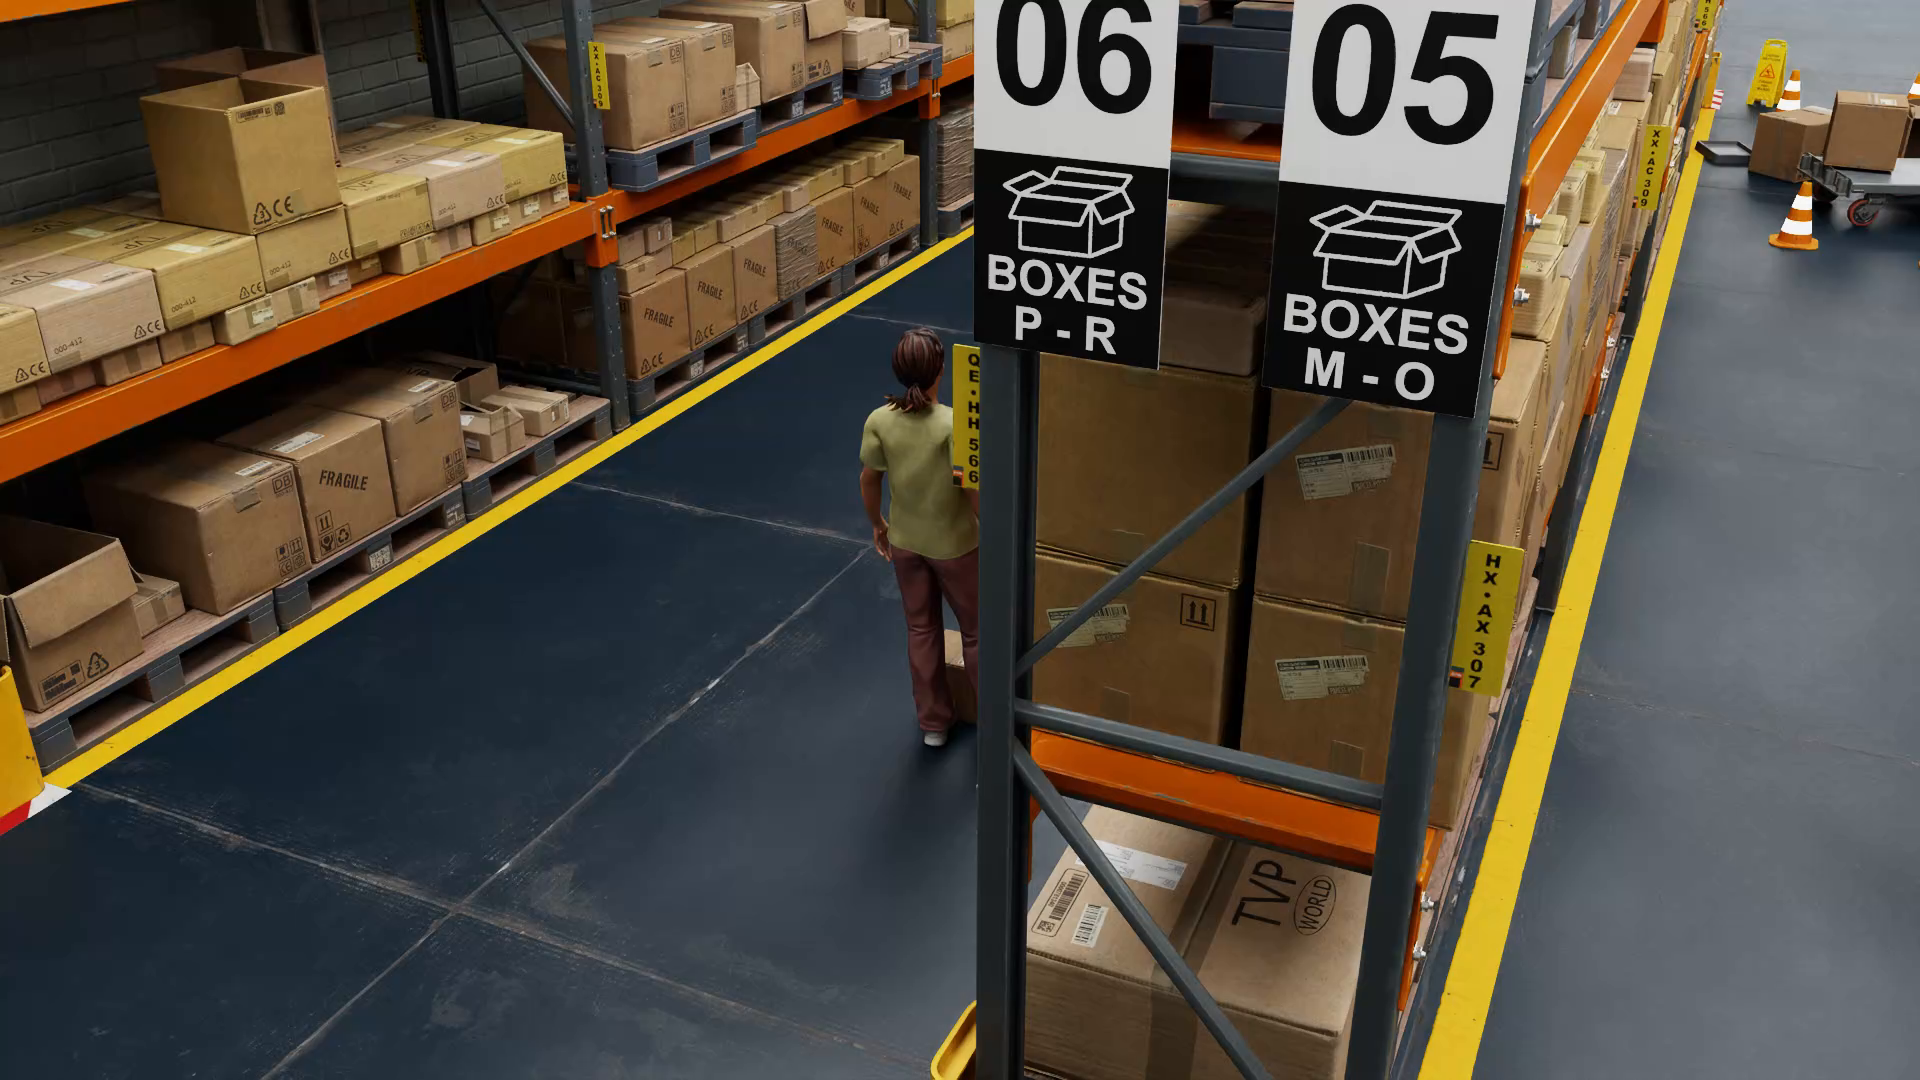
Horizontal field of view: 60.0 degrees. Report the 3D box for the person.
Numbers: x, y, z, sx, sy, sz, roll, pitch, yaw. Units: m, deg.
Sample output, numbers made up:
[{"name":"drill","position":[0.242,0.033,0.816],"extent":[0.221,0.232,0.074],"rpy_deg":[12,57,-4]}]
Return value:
[{"name":"person","position":[-0.054,-0.010,6.115],"extent":[0.555,1.675,0.549],"rpy_deg":[11,28,22]}]
